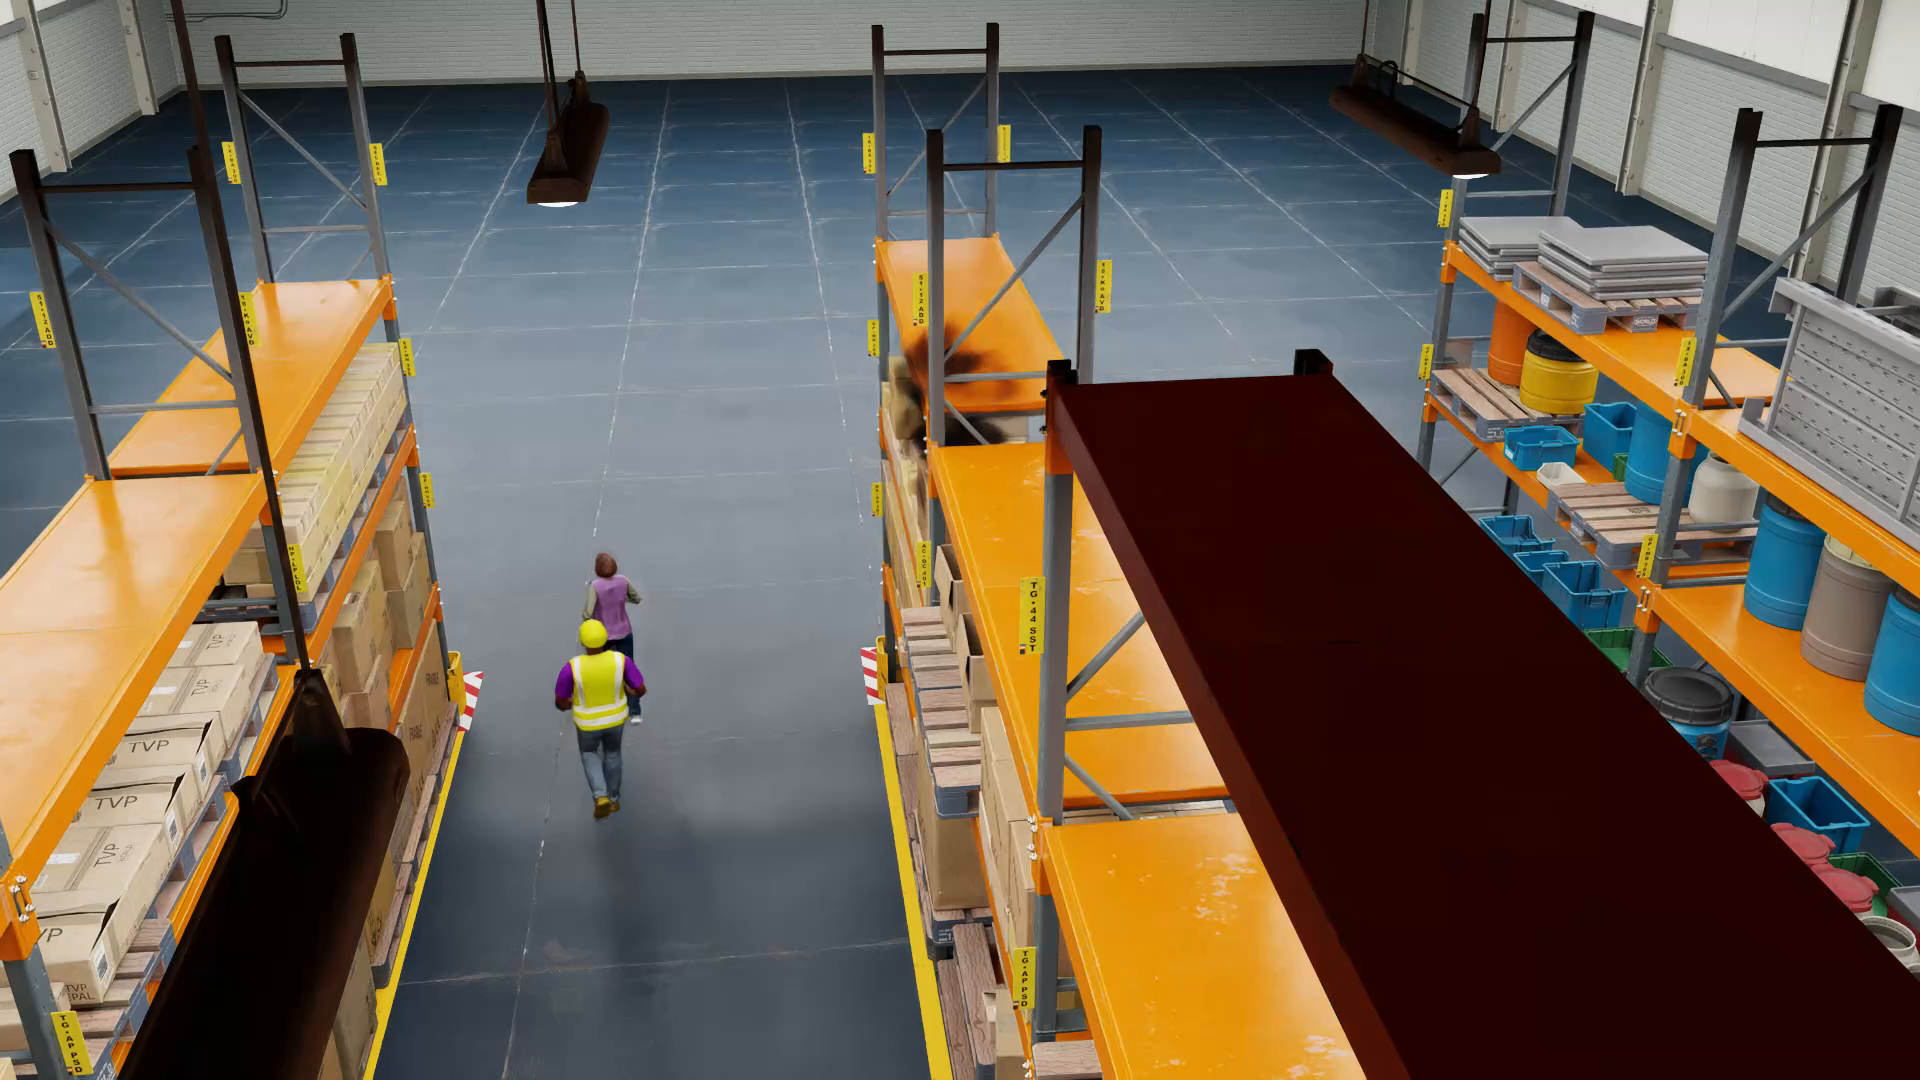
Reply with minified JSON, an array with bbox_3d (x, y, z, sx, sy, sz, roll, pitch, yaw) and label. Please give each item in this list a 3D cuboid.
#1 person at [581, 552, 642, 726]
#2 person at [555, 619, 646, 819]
[{"bbox_3d":[-3.001,0.859,14.409,0.576,1.629,0.754,-12,28,-24],"label":"person"},{"bbox_3d":[-2.797,1.379,12.968,0.697,1.729,0.559,-9,27,-17],"label":"person"}]
